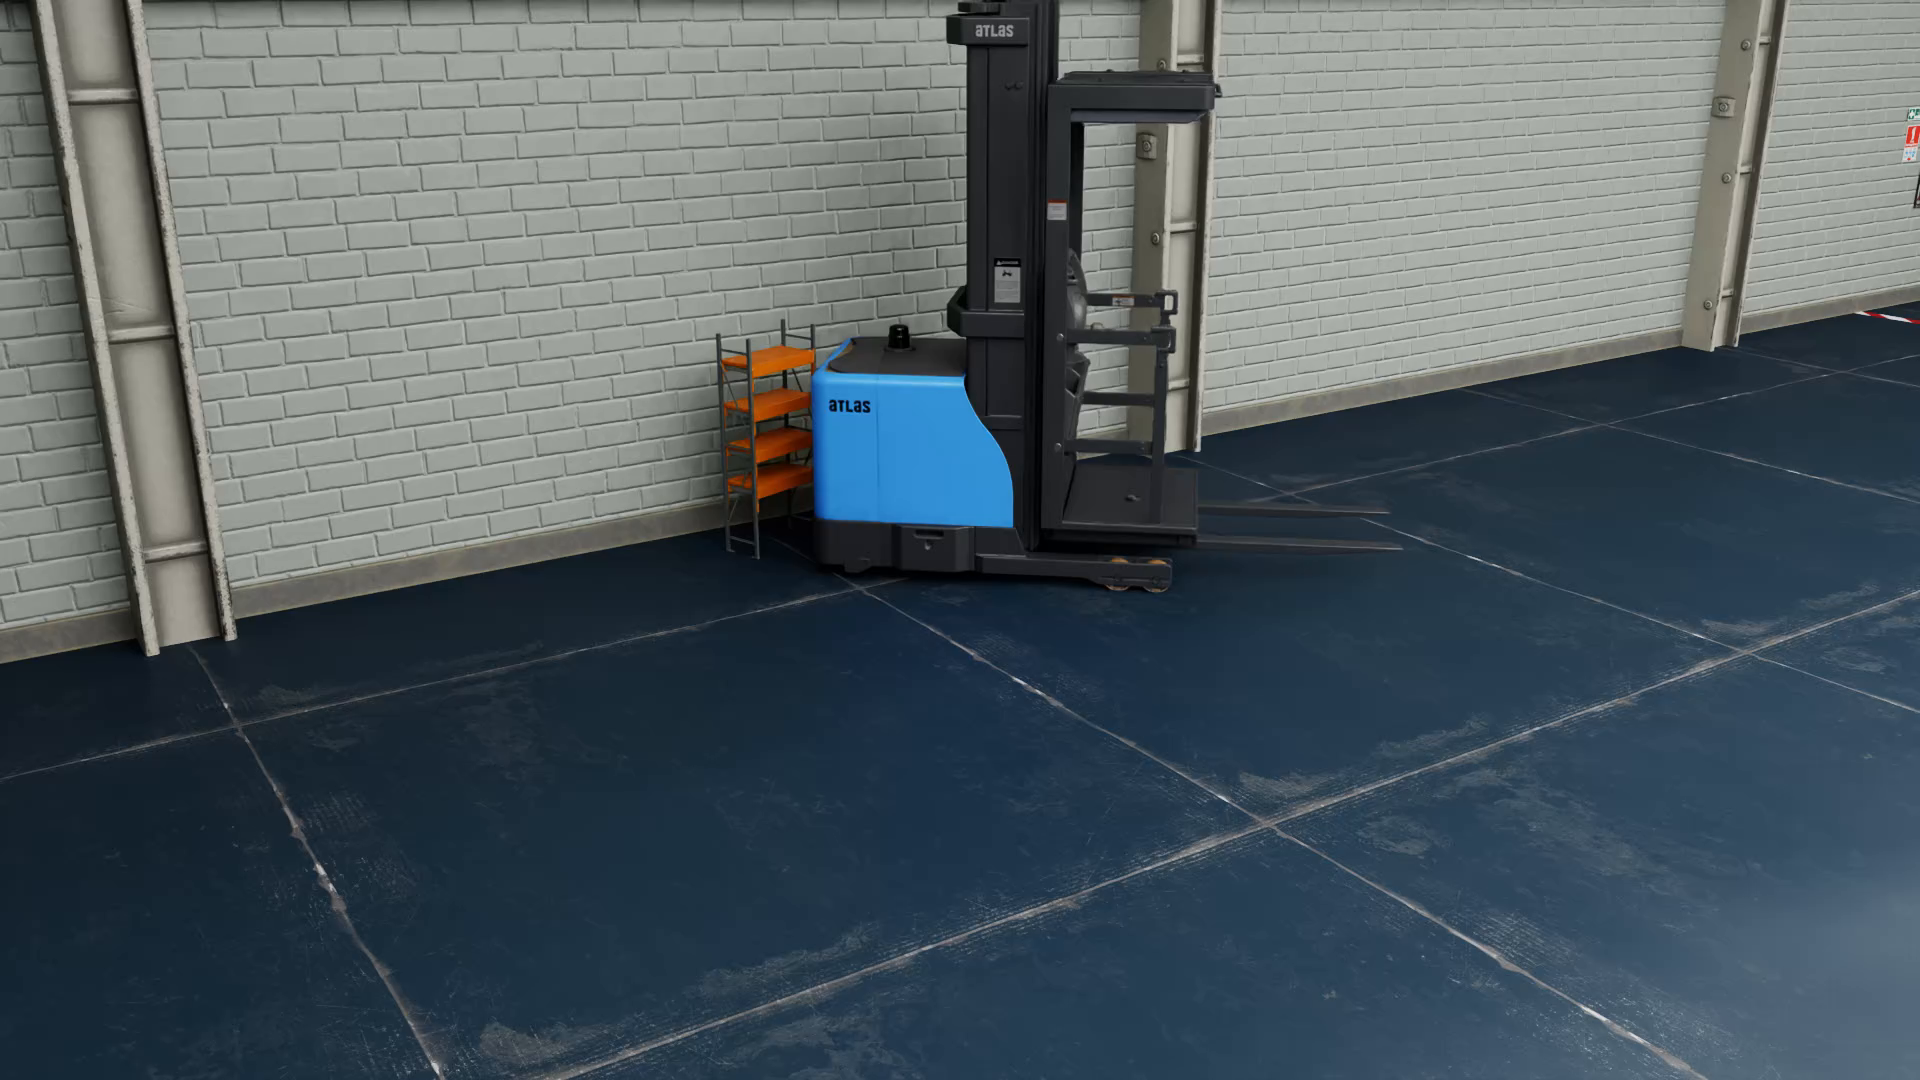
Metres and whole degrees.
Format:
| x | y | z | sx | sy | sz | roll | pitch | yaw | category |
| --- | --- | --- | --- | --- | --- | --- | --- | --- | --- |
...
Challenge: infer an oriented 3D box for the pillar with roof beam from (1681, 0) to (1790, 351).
| x | y | z | sx | sy | sz | roll | pitch | yaw | category |
| --- | --- | --- | --- | --- | --- | --- | --- | --- | --- |
| 8.724 | -4.764 | 9.287 | 0.400 | 9.000 | 9.100 | -12 | 22 | -31 | pillar with roof beam |

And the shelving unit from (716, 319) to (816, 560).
| x | y | z | sx | sy | sz | roll | pitch | yaw | category |
| --- | --- | --- | --- | --- | --- | --- | --- | --- | --- |
| -1.027 | -0.550 | 8.998 | 0.258 | 1.200 | 0.503 | 14 | 23 | 35 | shelving unit |

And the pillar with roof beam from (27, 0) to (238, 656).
| x | y | z | sx | sy | sz | roll | pitch | yaw | category |
| --- | --- | --- | --- | --- | --- | --- | --- | --- | --- |
| -1.299 | -2.651 | 3.035 | 0.400 | 9.000 | 9.100 | -12 | 22 | -31 | pillar with roof beam |

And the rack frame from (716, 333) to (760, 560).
| x | y | z | sx | sy | sz | roll | pitch | yaw | category |
| --- | --- | --- | --- | --- | --- | --- | --- | --- | --- |
| -1.177 | -0.488 | 8.815 | 0.240 | 1.200 | 0.015 | 14 | 23 | 35 | rack frame |

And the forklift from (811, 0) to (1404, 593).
| x | y | z | sx | sy | sz | roll | pitch | yaw | category |
| --- | --- | --- | --- | --- | --- | --- | --- | --- | --- |
| 0.787 | -1.300 | 8.513 | 3.031 | 2.935 | 1.130 | 2 | 19 | 7 | forklift |

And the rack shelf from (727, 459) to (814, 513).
| x | y | z | sx | sy | sz | roll | pitch | yaw | category |
| --- | --- | --- | --- | --- | --- | --- | --- | --- | --- |
| -1.027 | -0.298 | 9.083 | 0.258 | 0.148 | 0.480 | 14 | 23 | 35 | rack shelf |

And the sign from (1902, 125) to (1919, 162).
| x | y | z | sx | sy | sz | roll | pitch | yaw | category |
| --- | --- | --- | --- | --- | --- | --- | --- | --- | --- |
| 8.764 | -3.653 | 15.310 | 0.234 | 0.329 | 0.001 | -12 | 22 | -31 | sign |

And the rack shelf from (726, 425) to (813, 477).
| x | y | z | sx | sy | sz | roll | pitch | yaw | category |
| --- | --- | --- | --- | --- | --- | --- | --- | --- | --- |
| -1.027 | -0.486 | 9.019 | 0.258 | 0.148 | 0.480 | 14 | 23 | 35 | rack shelf |

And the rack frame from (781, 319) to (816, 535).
| x | y | z | sx | sy | sz | roll | pitch | yaw | category |
| --- | --- | --- | --- | --- | --- | --- | --- | --- | --- |
| -0.878 | -0.612 | 9.180 | 0.240 | 1.200 | 0.015 | 14 | 23 | 35 | rack frame |

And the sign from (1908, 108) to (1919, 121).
| x | y | z | sx | sy | sz | roll | pitch | yaw | category |
| --- | --- | --- | --- | --- | --- | --- | --- | --- | --- |
| 8.772 | -3.902 | 15.221 | 0.331 | 0.109 | 0.001 | -12 | 22 | -31 | sign |

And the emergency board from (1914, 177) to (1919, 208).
| x | y | z | sx | sy | sz | roll | pitch | yaw | category |
| --- | --- | --- | --- | --- | --- | --- | --- | --- | --- |
| 9.265 | -3.709 | 15.532 | 0.626 | 1.169 | 0.157 | -12 | 22 | -31 | emergency board |

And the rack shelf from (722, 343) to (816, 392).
| x | y | z | sx | sy | sz | roll | pitch | yaw | category |
| --- | --- | --- | --- | --- | --- | --- | --- | --- | --- |
| -1.027 | -0.922 | 8.872 | 0.258 | 0.148 | 0.480 | 14 | 23 | 35 | rack shelf |

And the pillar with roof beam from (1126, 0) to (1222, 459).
| x | y | z | sx | sy | sz | roll | pitch | yaw | category |
| --- | --- | --- | --- | --- | --- | --- | --- | --- | --- |
| 3.713 | -3.708 | 6.161 | 0.400 | 9.000 | 9.100 | -12 | 22 | -31 | pillar with roof beam |

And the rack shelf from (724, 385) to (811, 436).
| x | y | z | sx | sy | sz | roll | pitch | yaw | category |
| --- | --- | --- | --- | --- | --- | --- | --- | --- | --- |
| -1.027 | -0.698 | 8.948 | 0.258 | 0.148 | 0.480 | 14 | 23 | 35 | rack shelf |
